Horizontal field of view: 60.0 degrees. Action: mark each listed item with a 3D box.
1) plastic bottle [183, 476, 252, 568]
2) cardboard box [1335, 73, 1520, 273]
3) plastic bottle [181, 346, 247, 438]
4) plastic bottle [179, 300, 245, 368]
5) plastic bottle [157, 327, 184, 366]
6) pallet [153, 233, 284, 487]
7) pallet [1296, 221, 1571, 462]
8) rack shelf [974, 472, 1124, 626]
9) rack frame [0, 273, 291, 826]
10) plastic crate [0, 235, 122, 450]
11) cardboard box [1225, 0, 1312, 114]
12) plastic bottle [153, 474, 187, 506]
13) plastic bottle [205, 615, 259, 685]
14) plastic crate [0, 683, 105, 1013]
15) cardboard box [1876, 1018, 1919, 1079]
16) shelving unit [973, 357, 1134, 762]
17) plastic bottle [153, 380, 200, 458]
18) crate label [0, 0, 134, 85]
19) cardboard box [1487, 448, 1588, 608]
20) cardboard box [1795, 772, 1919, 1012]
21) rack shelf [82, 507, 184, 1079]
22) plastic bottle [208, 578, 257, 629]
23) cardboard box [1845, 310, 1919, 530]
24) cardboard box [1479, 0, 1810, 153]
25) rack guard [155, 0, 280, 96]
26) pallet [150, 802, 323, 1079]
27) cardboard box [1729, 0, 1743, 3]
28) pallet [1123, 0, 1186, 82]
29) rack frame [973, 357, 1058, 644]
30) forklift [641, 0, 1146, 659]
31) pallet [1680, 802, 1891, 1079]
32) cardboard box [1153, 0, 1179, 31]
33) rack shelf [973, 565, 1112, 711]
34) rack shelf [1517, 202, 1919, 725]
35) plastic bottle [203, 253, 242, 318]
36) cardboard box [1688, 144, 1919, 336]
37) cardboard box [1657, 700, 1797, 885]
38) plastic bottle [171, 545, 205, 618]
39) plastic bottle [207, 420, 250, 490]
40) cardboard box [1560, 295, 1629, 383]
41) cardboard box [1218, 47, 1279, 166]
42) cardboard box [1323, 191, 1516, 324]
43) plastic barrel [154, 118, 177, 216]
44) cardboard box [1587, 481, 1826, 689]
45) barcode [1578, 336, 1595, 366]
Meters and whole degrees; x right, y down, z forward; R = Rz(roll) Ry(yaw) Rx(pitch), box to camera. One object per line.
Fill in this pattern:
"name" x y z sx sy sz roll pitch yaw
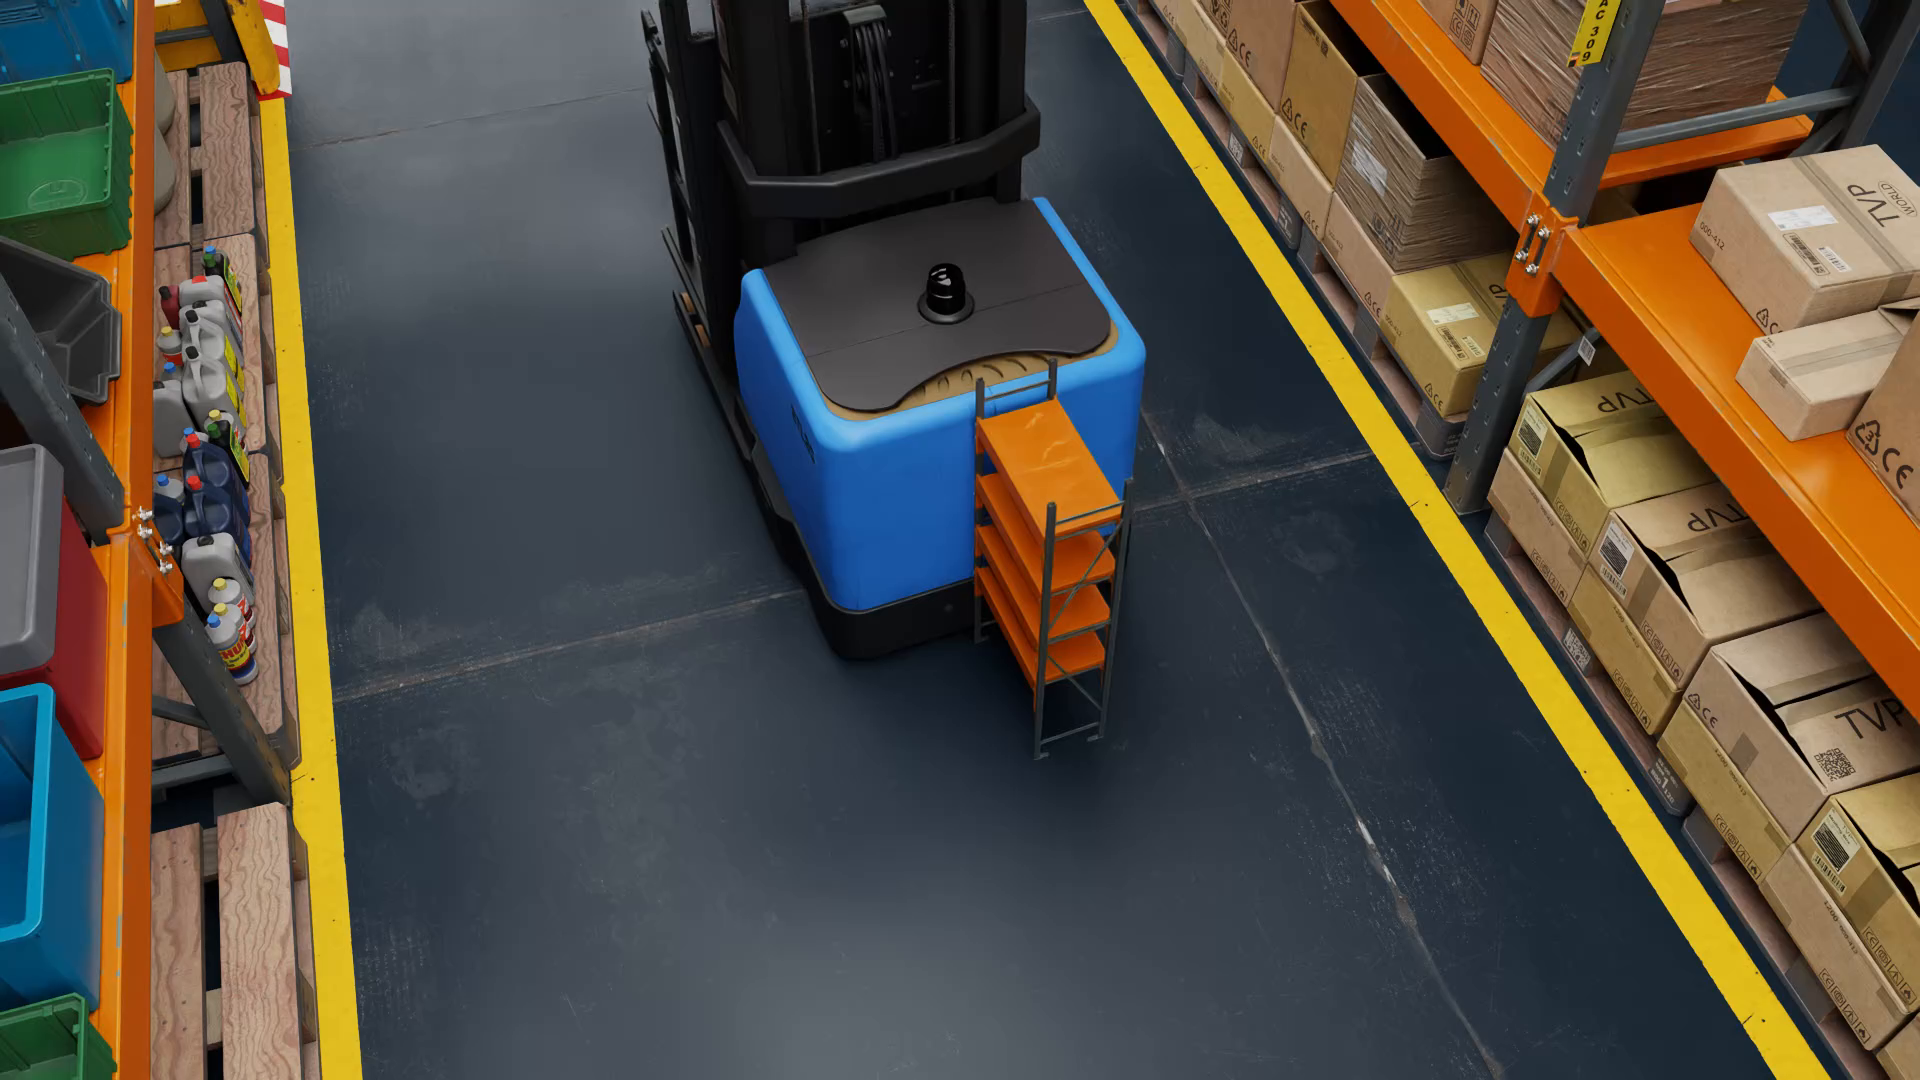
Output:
"plastic bottle" -2.375 -0.057 5.281 0.144 0.351 0.185 -12 51 -10
"cardboard box" 1.718 -1.350 5.960 0.500 0.500 0.500 -13 51 -11
"plastic bottle" -2.556 -0.505 5.659 0.144 0.351 0.185 -14 51 -11
"plastic bottle" -2.664 -0.737 5.903 0.152 0.276 0.135 -15 51 -12
"plastic bottle" -2.777 -0.671 5.896 0.097 0.201 0.097 0 50 0
"pallet" -3.055 -0.579 6.100 1.003 0.211 1.213 -13 51 -11
"pallet" 2.006 -0.894 6.365 1.003 0.211 1.213 -13 51 -11
"rack shelf" 0.248 -0.011 4.770 0.258 0.148 0.480 -17 52 -14
"rack frame" -2.532 -0.085 3.860 1.000 3.000 0.127 -13 51 -11
"plastic crate" -2.566 -0.476 4.230 0.767 0.338 0.504 -13 51 -11
"cardboard box" 1.405 -2.077 6.572 0.500 0.500 0.500 -13 51 -11
"plastic bottle" -2.533 -0.110 5.377 0.097 0.271 0.097 0 50 0
"plastic bottle" -2.208 0.321 5.015 0.097 0.271 0.097 0 50 0
"plastic crate" -1.909 0.655 3.246 0.392 0.384 0.575 -13 51 -11
"cardboard box" 2.693 1.397 4.134 0.500 0.250 0.500 -12 51 -10
"shelving unit" 0.248 0.090 4.889 0.258 1.200 0.503 -17 52 -14
"plastic bottle" -2.690 -0.429 5.643 0.152 0.276 0.135 -13 51 -11
"crate label" -2.912 -1.735 5.228 0.502 0.435 0.616 -13 51 -11
"cardboard box" 2.083 -0.101 5.397 0.500 0.250 0.500 -14 51 -12
"cardboard box" 2.541 0.848 4.230 0.500 0.311 0.500 -12 51 -10
"rack shelf" -1.941 1.607 2.903 1.077 0.370 4.000 -13 51 -11
"plastic bottle" -2.268 0.195 5.167 0.097 0.201 0.097 0 50 0
"cardboard box" 2.568 -0.285 3.963 0.500 0.500 0.500 -10 51 -8
"cardboard box" 2.063 -1.557 5.036 0.700 0.500 0.500 -15 51 -12
"rack guard" -3.648 -2.156 7.241 1.175 0.500 0.348 -13 51 -11
"pallet" -2.263 1.378 4.450 1.003 0.211 1.213 -13 51 -11
"cardboard box" 2.306 -1.684 4.718 0.380 0.149 0.250 -13 51 -11
"pallet" 1.284 -2.676 7.868 1.003 0.211 1.213 -13 51 -11
"rack frame" 0.158 -0.083 5.035 0.240 1.200 0.015 -17 52 -14
"forklift" -0.453 -1.715 5.278 1.130 2.935 3.031 -17 52 -14
"pallet" 2.820 1.118 4.669 1.003 0.211 1.213 -13 51 -11
"cardboard box" 1.115 -2.567 7.476 0.500 0.250 0.500 -13 51 -11
"rack shelf" 0.248 0.261 5.093 0.258 0.148 0.480 -17 52 -14
"rack shelf" 2.792 0.490 3.845 1.077 0.370 4.000 -13 51 -11
"plastic bottle" -2.701 -0.949 6.077 0.061 0.283 0.133 -12 51 -10
"cardboard box" 2.388 -0.804 4.564 0.500 0.250 0.500 -10 51 -9
"cardboard box" 2.389 0.650 4.763 0.500 0.250 0.500 -15 51 -12
"plastic bottle" -2.431 0.111 5.183 0.061 0.283 0.133 -13 51 -11
"plastic bottle" -2.439 -0.303 5.532 0.061 0.283 0.133 -11 51 -9
"cardboard box" 2.353 -0.859 6.036 0.500 0.250 0.500 -13 51 -11
"cardboard box" 1.406 -1.835 6.859 0.500 0.250 0.500 -13 51 -11
"cardboard box" 1.716 -1.108 6.246 0.500 0.250 0.500 -13 51 -11
"plastic barrel" -3.299 -1.511 6.414 0.421 0.512 0.421 0 50 0
"cardboard box" 2.228 0.093 4.867 0.500 0.311 0.500 -14 51 -11
"barcode" 1.878 -0.567 4.986 0.001 0.075 0.075 -13 51 -11
